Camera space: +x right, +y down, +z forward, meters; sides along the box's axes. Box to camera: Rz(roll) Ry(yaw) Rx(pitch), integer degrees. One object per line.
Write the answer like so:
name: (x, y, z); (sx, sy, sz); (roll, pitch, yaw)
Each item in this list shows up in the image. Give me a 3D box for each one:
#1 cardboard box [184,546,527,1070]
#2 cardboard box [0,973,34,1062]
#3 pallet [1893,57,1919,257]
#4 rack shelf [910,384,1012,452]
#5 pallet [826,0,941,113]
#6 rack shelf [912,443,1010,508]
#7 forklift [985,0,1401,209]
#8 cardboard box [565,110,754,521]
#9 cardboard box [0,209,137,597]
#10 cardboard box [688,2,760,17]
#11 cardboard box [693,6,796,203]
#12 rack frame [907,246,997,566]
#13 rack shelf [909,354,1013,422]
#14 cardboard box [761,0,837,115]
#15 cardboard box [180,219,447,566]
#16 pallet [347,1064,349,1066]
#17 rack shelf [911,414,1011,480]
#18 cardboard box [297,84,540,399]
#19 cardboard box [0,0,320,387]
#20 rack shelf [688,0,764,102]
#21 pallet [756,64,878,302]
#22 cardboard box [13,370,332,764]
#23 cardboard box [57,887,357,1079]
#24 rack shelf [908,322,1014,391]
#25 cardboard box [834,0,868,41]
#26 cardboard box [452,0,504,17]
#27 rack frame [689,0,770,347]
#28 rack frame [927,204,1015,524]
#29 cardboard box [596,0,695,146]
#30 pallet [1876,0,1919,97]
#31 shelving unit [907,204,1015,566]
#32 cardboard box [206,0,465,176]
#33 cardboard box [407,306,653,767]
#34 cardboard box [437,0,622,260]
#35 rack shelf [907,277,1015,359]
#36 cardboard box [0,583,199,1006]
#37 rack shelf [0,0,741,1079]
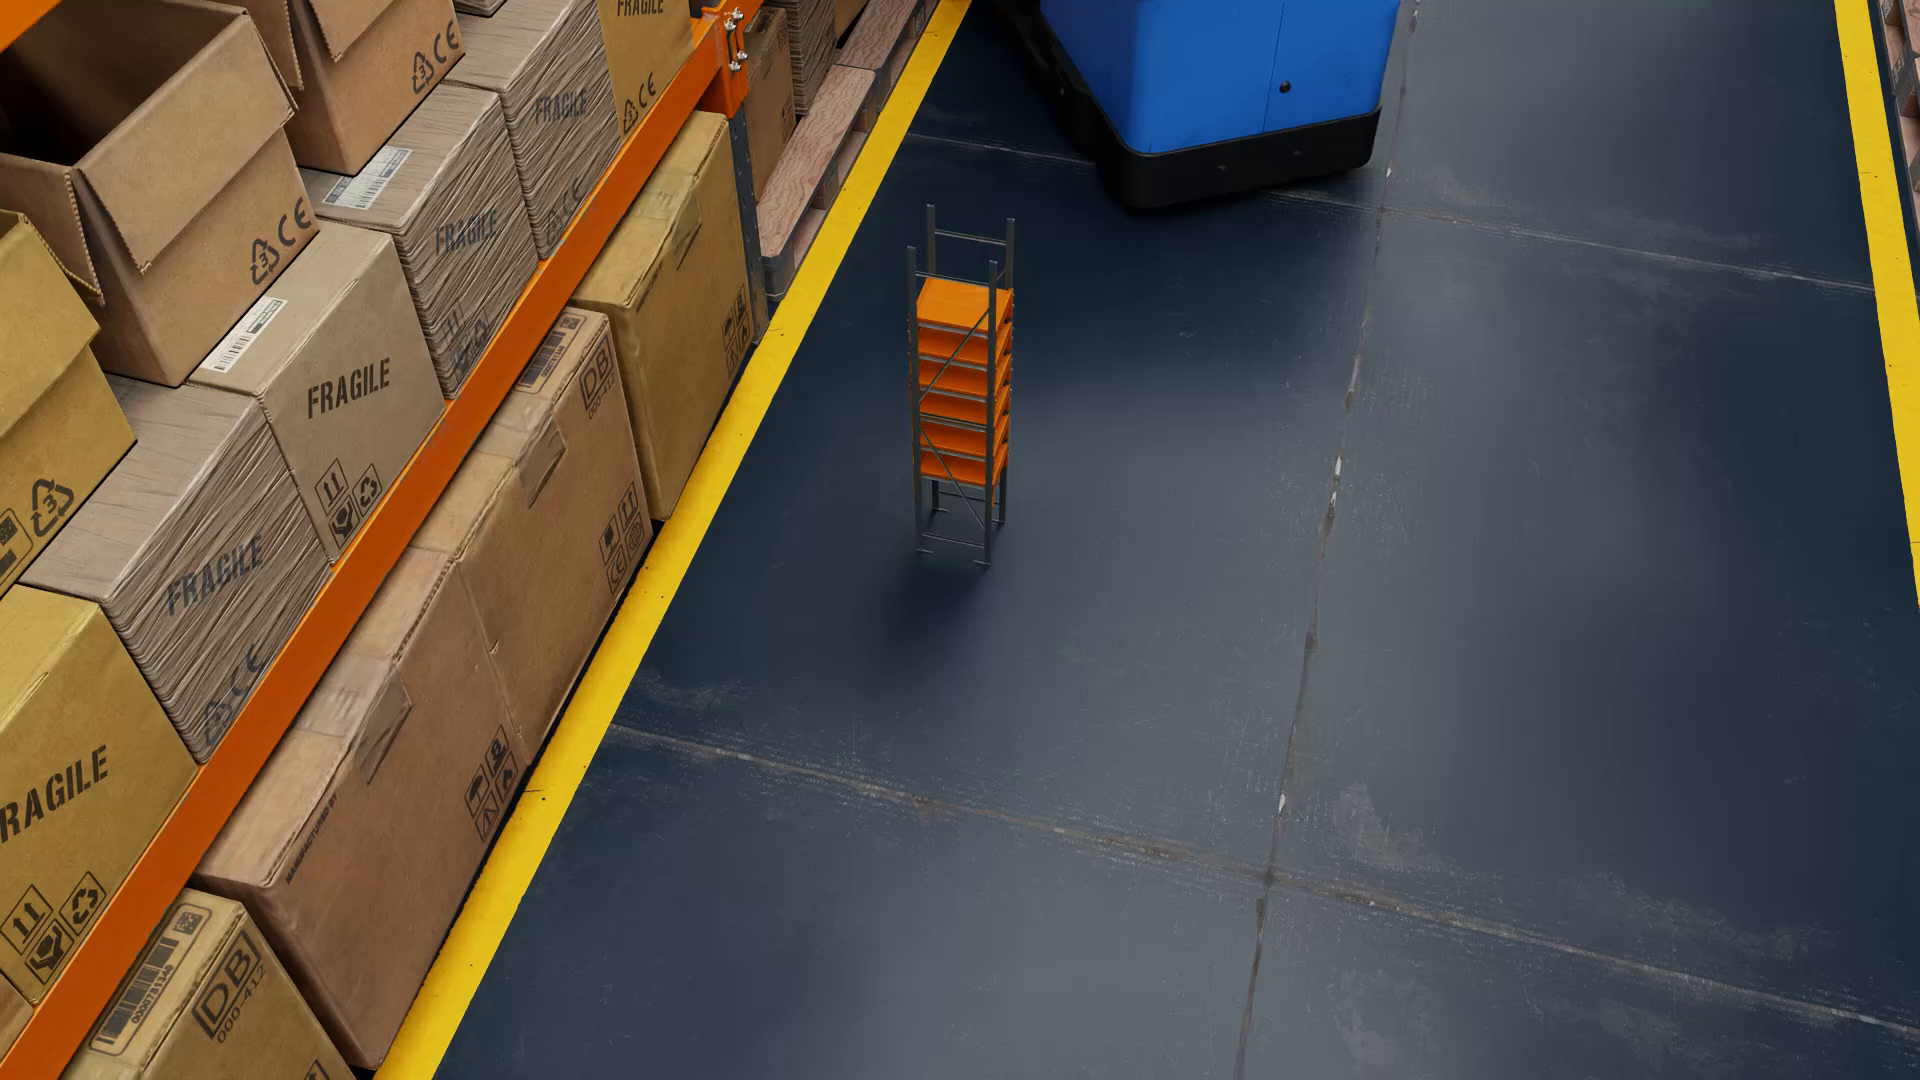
cardboard box: (-1.845, 0.529, 3.919); (1.225, 0.875, 0.875); (10, 49, 9)
cardboard box: (-1.867, 0.762, 2.510); (0.500, 0.500, 0.500); (12, 50, 10)
pallet: (4.167, -1.347, 6.298); (1.003, 0.211, 1.213); (12, 50, 10)
rack shelf: (0.004, -0.378, 4.843); (0.258, 0.103, 0.180); (12, 50, 10)
pallet: (-0.646, -2.337, 7.172); (1.003, 0.211, 1.213); (12, 50, 10)
rack shelf: (0.004, -0.219, 5.023); (0.258, 0.103, 0.180); (12, 50, 10)
forklift: (0.677, -3.347, 6.249); (1.130, 2.935, 3.031); (-13, 50, -11)
cardboard box: (-1.378, -0.756, 5.053); (1.225, 0.875, 0.875); (9, 49, 8)
cardboard box: (-1.877, -0.244, 2.729); (0.797, 0.503, 0.637); (12, 50, 10)
cardboard box: (-1.029, -1.872, 5.775); (0.500, 0.250, 0.500); (13, 50, 12)
cardboard box: (-1.019, -1.622, 6.055); (0.700, 0.500, 0.500); (9, 49, 8)
rack frame: (-0.020, -0.341, 4.751); (0.240, 1.200, 0.006); (12, 50, 10)
rack shelf: (0.004, -0.458, 4.753); (0.258, 0.103, 0.180); (12, 50, 10)
cardboard box: (-0.885, -2.026, 6.411); (0.700, 0.500, 0.500); (8, 49, 7)
cardboard box: (-1.472, -0.339, 3.481); (0.500, 0.500, 0.500); (12, 50, 11)
pallet: (-2.098, 1.428, 3.849); (1.003, 0.211, 1.213); (12, 50, 10)
rack shelf: (0.004, -0.299, 4.933); (0.258, 0.103, 0.180); (12, 50, 10)
cardboard box: (-1.337, -0.706, 3.806); (0.500, 0.500, 0.500); (10, 49, 9)
cardboard box: (-1.728, -0.697, 3.129); (0.797, 0.503, 0.637); (13, 50, 11)
rack shelf: (-0.650, -3.023, 6.398); (1.077, 0.370, 4.000); (12, 50, 10)
pallet: (-0.969, -1.457, 6.395); (1.003, 0.211, 1.213); (12, 50, 10)
cardboard box: (-1.603, 0.036, 3.151); (0.500, 0.500, 0.500); (11, 49, 9)
cardboard box: (-2.080, 1.176, 3.349); (1.225, 0.875, 0.875); (12, 50, 10)
rack shelf: (0.004, -0.537, 4.663); (0.258, 0.103, 0.180); (12, 50, 10)
cardboard box: (-0.743, -2.437, 6.774); (0.700, 0.500, 0.500); (15, 50, 13)
cardboard box: (-1.384, -1.654, 3.974); (0.797, 0.503, 0.637); (13, 50, 11)
rack frame: (-1.176, -1.815, 4.851); (1.000, 3.000, 0.127); (12, 50, 10)
rack frame: (0.028, -0.474, 4.868); (0.240, 1.200, 0.006); (12, 50, 10)
cardboard box: (-1.067, -1.442, 4.455); (0.500, 0.500, 0.500); (13, 50, 11)
pallet: (4.486, -2.232, 7.079); (1.003, 0.211, 1.213); (12, 50, 10)
shelving unit: (0.004, -0.407, 4.809); (0.258, 1.200, 0.189); (12, 50, 10)
cardboard box: (-1.558, -1.183, 3.558); (0.797, 0.503, 0.637); (13, 50, 11)
cardboard box: (-1.620, -0.112, 4.486); (1.225, 0.875, 0.875); (12, 50, 10)
cardboard box: (-1.204, -1.083, 4.138); (0.500, 0.500, 0.500); (11, 50, 10)
rack shelf: (0.004, -0.616, 4.573); (0.258, 0.103, 0.180); (12, 50, 10)
cardboard box: (-1.735, 0.398, 2.831); (0.500, 0.500, 0.500); (12, 50, 10)
rack shelf: (-1.702, -0.130, 3.844); (1.077, 0.370, 4.000); (12, 50, 10)
